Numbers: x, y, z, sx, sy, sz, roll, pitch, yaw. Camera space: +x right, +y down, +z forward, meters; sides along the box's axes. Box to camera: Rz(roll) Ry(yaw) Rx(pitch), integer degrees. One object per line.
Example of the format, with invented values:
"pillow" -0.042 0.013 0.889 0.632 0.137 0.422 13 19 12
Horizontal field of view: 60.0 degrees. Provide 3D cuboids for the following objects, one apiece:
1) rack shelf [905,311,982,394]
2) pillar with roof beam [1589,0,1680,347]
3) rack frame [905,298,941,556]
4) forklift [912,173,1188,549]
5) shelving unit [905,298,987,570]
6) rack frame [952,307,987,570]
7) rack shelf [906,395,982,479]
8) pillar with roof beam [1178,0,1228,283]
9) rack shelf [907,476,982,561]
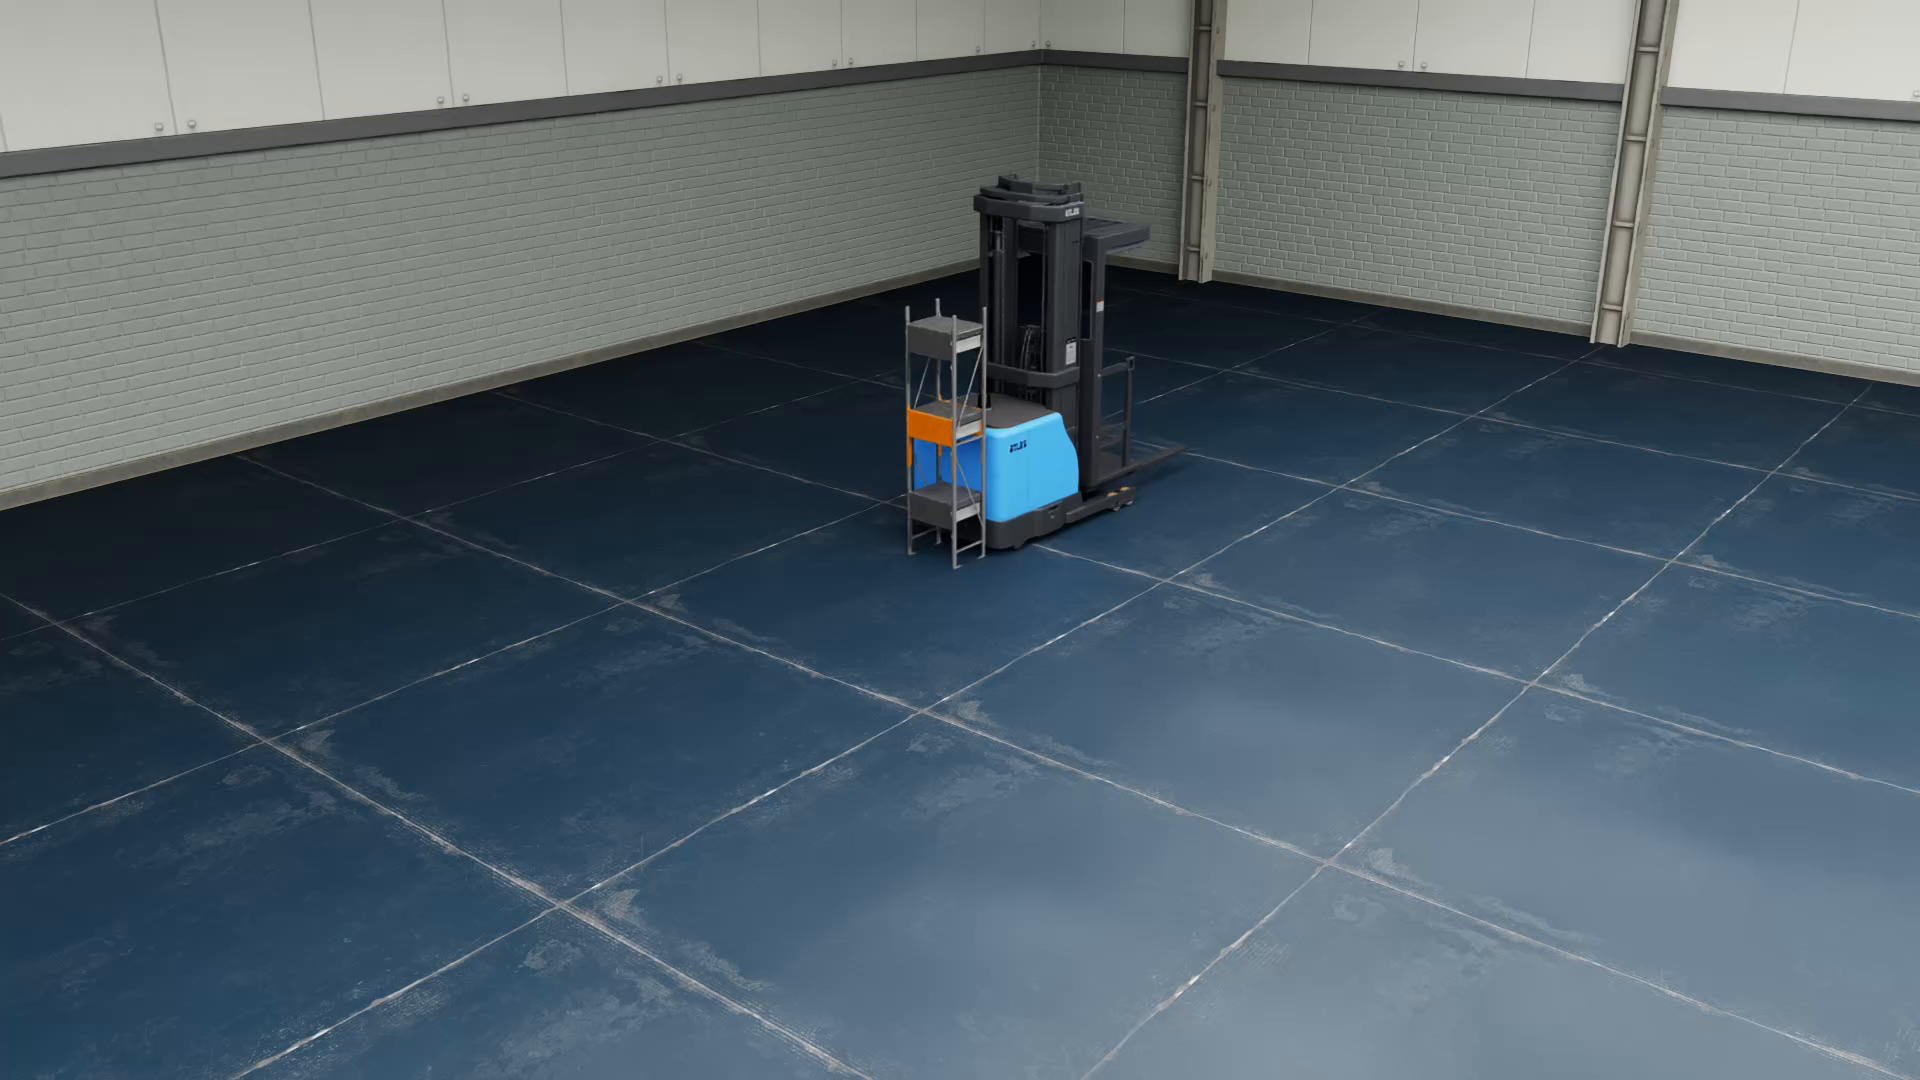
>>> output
"rack shelf" -0.112 -1.492 13.203 0.480 0.518 0.431 17 26 37
"pillar with roof beam" 5.356 -5.489 15.971 0.400 9.000 9.100 16 26 36
"rack frame" -0.298 -0.905 13.593 0.015 2.100 0.400 17 26 37
"forklift" 0.938 -1.737 14.620 1.130 2.935 3.031 17 27 38
"shelving unit" -0.112 -0.850 13.445 0.503 2.100 0.431 17 26 37
"rack frame" 0.074 -0.794 13.297 0.015 2.100 0.400 17 26 37
"rack shelf" -0.112 -0.837 13.450 0.480 0.518 0.431 17 26 37
"pillar with roof beam" 0.708 -6.828 19.521 0.400 9.000 9.100 16 26 36
"rack shelf" -0.112 -0.182 13.697 0.480 0.518 0.431 17 26 37
